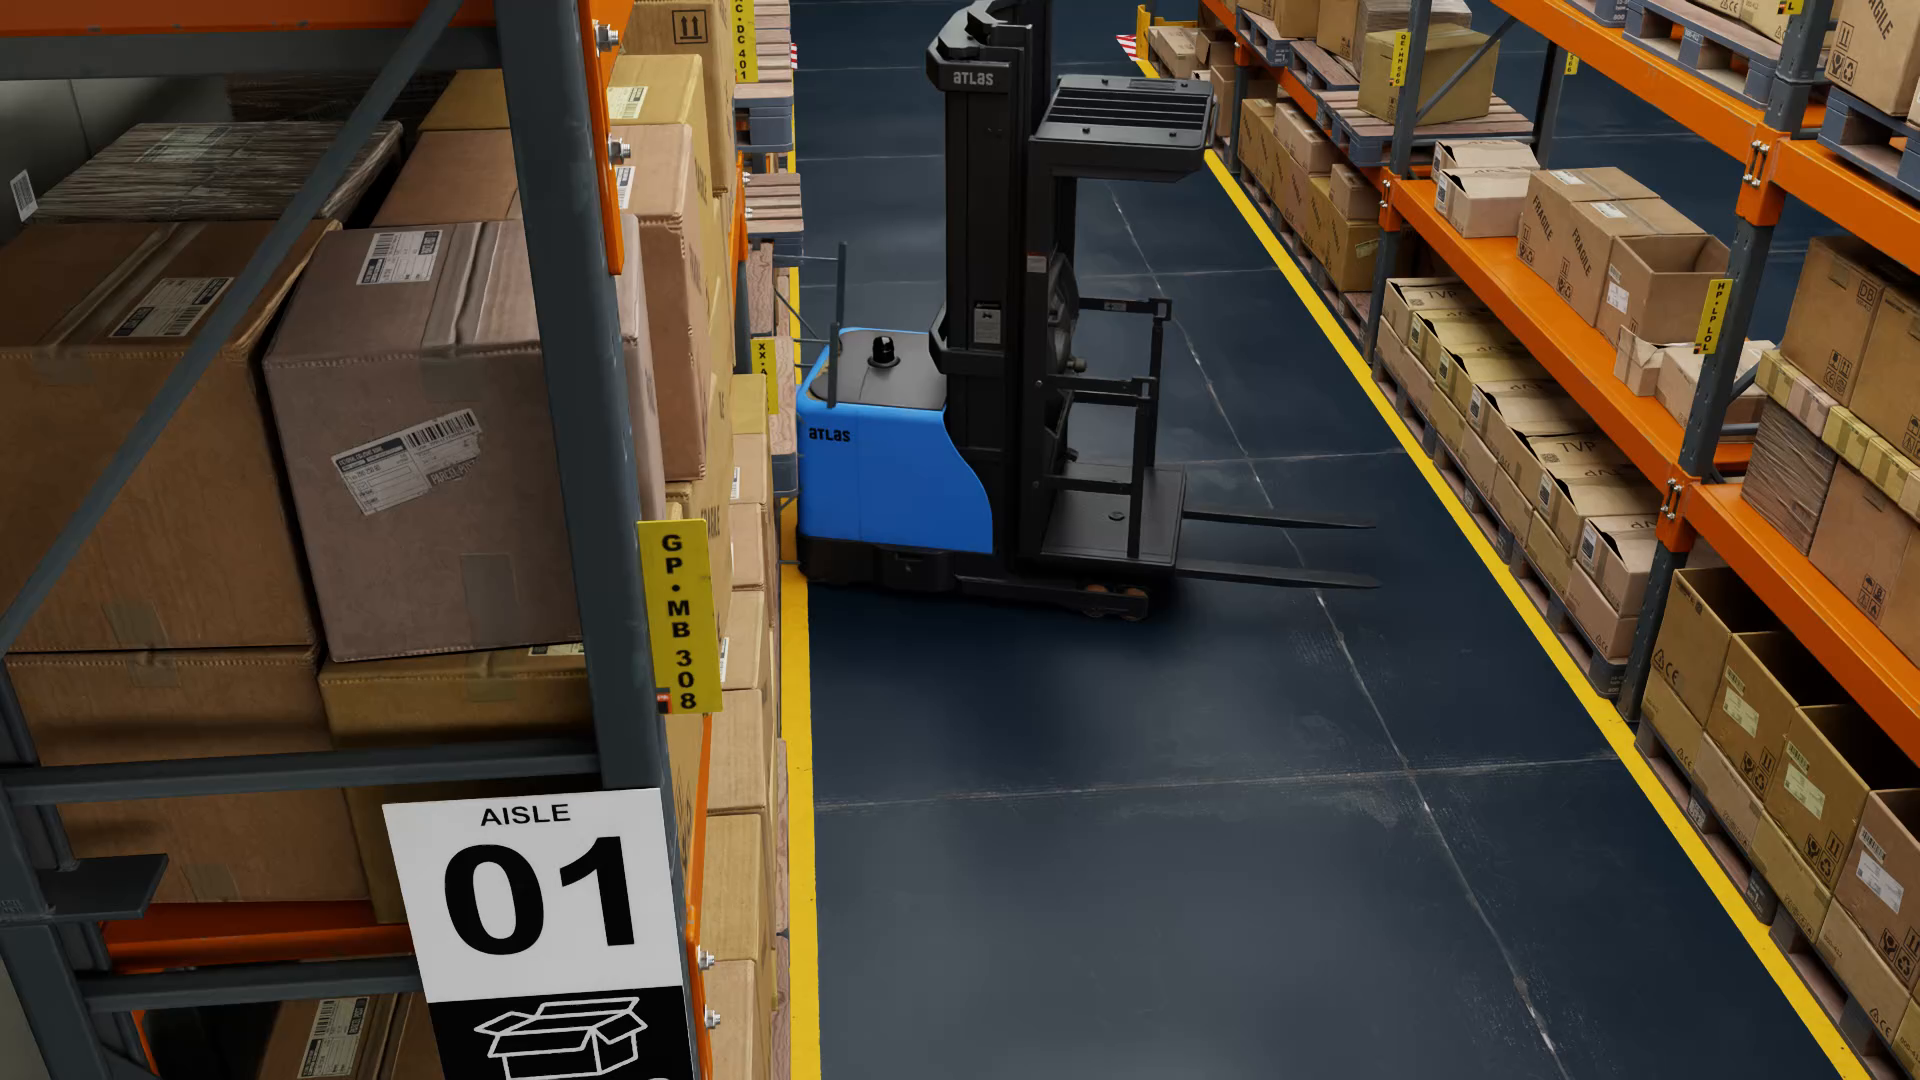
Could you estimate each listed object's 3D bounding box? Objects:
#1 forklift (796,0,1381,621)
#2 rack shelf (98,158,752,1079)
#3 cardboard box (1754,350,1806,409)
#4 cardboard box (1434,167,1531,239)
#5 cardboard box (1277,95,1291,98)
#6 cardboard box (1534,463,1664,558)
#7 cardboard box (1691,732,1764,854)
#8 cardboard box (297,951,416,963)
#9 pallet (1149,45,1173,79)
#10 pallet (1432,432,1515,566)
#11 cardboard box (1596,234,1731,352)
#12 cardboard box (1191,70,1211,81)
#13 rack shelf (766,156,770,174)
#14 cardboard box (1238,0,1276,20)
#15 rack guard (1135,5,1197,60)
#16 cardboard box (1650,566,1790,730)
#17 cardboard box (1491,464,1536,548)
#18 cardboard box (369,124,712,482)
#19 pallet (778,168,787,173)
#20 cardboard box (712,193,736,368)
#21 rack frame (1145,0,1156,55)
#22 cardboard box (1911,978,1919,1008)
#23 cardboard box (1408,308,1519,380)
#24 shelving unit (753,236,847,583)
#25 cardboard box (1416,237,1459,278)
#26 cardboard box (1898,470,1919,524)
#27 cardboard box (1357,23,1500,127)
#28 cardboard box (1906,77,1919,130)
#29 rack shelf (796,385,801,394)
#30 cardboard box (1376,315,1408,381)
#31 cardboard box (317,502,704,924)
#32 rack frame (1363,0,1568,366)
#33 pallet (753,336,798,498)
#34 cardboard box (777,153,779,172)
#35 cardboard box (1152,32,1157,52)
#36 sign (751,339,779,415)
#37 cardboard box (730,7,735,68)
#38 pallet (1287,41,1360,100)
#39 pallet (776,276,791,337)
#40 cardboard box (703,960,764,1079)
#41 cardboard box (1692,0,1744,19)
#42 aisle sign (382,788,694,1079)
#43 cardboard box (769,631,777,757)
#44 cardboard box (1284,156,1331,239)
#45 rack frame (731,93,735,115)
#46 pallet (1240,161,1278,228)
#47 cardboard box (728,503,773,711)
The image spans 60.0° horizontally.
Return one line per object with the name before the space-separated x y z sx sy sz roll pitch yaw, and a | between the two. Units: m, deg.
forklift | 0.701 -1.138 8.297 3.031 2.935 1.130 5 31 9
rack shelf | -1.125 -0.197 4.432 1.077 0.370 4.000 -3 31 -5
cardboard box | 3.452 -0.654 6.689 0.380 0.149 0.250 -3 31 -5
cardboard box | 3.137 -2.017 9.788 0.500 0.311 0.500 -3 31 -5
cardboard box | 3.049 -3.822 14.917 0.500 0.311 0.500 -3 31 -5
cardboard box | 3.242 -0.178 8.347 0.500 0.311 0.500 -2 31 -3
cardboard box | 3.403 1.028 6.875 0.500 0.250 0.500 -3 31 -5
cardboard box | -1.231 1.049 3.965 0.500 0.500 0.500 -2 31 -4
pallet | 2.581 -4.962 17.352 1.003 0.211 1.213 -3 31 -5
pallet | 3.395 -0.280 9.513 1.003 0.211 1.213 -3 31 -5
cardboard box | 3.515 -1.184 8.209 0.500 0.500 0.500 -1 31 -1
cardboard box | 2.467 -4.258 15.646 0.500 0.311 0.500 -3 31 -5
rack shelf | -1.872 -2.994 12.039 1.077 0.370 4.000 -3 31 -5
cardboard box | 2.694 -4.534 13.408 0.700 0.500 0.500 -13 33 -21
rack guard | 2.506 -5.493 17.960 1.175 0.500 0.348 -3 31 -5
cardboard box | 3.351 0.451 7.110 0.500 0.500 0.500 -3 31 -5
cardboard box | 3.199 -0.196 8.925 0.500 0.250 0.500 -2 31 -3
cardboard box | -0.729 -0.433 3.032 0.500 0.500 0.500 -3 31 -5
pallet | -1.912 -2.736 13.626 1.003 0.211 1.213 -3 31 -5
cardboard box | -0.894 -0.793 4.610 0.500 0.500 0.500 -4 31 -7
rack frame | 2.499 -6.605 17.383 1.000 3.000 0.127 -3 31 -5
cardboard box | 3.539 1.472 5.401 0.500 0.500 0.500 -3 31 -5
cardboard box | 3.060 -1.212 10.080 0.500 0.311 0.500 -3 31 -6
shelving unit | -0.904 -0.699 8.862 0.538 1.500 1.048 3 32 -3
cardboard box | 3.488 -1.883 11.486 0.500 0.500 0.500 -1 31 -2
cardboard box | 3.549 -0.132 5.816 0.380 0.149 0.250 -4 31 -6
cardboard box | 3.075 -3.060 10.941 0.700 0.500 0.500 -13 33 -21
cardboard box | 3.455 -1.423 5.323 0.500 0.311 0.500 -4 31 -7
rack shelf | -0.918 -0.548 8.958 0.538 0.185 1.000 3 32 -3
cardboard box | 3.003 -1.239 10.672 0.500 0.250 0.500 -3 31 -5
cardboard box | -0.720 0.281 2.813 0.500 0.500 0.500 -2 31 -3
rack frame | 3.246 -2.521 10.545 1.000 3.000 0.127 -3 31 -5
pallet | -1.238 -0.554 7.440 1.003 0.211 1.213 -3 31 -5
cardboard box | -1.869 -3.256 13.462 0.750 0.750 0.750 -2 31 -4
cardboard box | 2.219 -5.220 17.398 0.380 0.166 0.250 -3 31 -5
sign | -0.772 -0.641 6.554 0.100 0.325 0.005 -3 31 -5
cardboard box | -0.995 -1.765 5.263 0.500 0.500 0.500 -5 31 -9
pallet | 3.060 -3.431 12.257 1.003 0.211 1.213 -3 31 -5
pallet | -1.684 -1.491 11.540 1.003 0.211 1.213 -3 31 -5
cardboard box | -0.683 1.278 3.580 0.500 0.500 0.500 -3 31 -5
cardboard box | 3.518 -2.478 7.285 0.500 0.250 0.500 -6 31 -9
aisle sign | -0.633 0.709 2.603 0.394 0.787 0.004 -3 31 -5
cardboard box | -0.865 0.554 5.523 0.500 0.250 0.500 -3 31 -5
cardboard box | 2.822 -2.635 12.745 0.500 0.500 0.500 -4 31 -6
rack frame | -1.312 -2.815 5.188 1.000 3.000 0.127 -3 31 -5
pallet | 2.986 -2.953 13.987 1.003 0.211 1.213 -3 31 -5
cardboard box | -0.871 0.233 5.330 0.500 0.500 0.500 -4 31 -6
